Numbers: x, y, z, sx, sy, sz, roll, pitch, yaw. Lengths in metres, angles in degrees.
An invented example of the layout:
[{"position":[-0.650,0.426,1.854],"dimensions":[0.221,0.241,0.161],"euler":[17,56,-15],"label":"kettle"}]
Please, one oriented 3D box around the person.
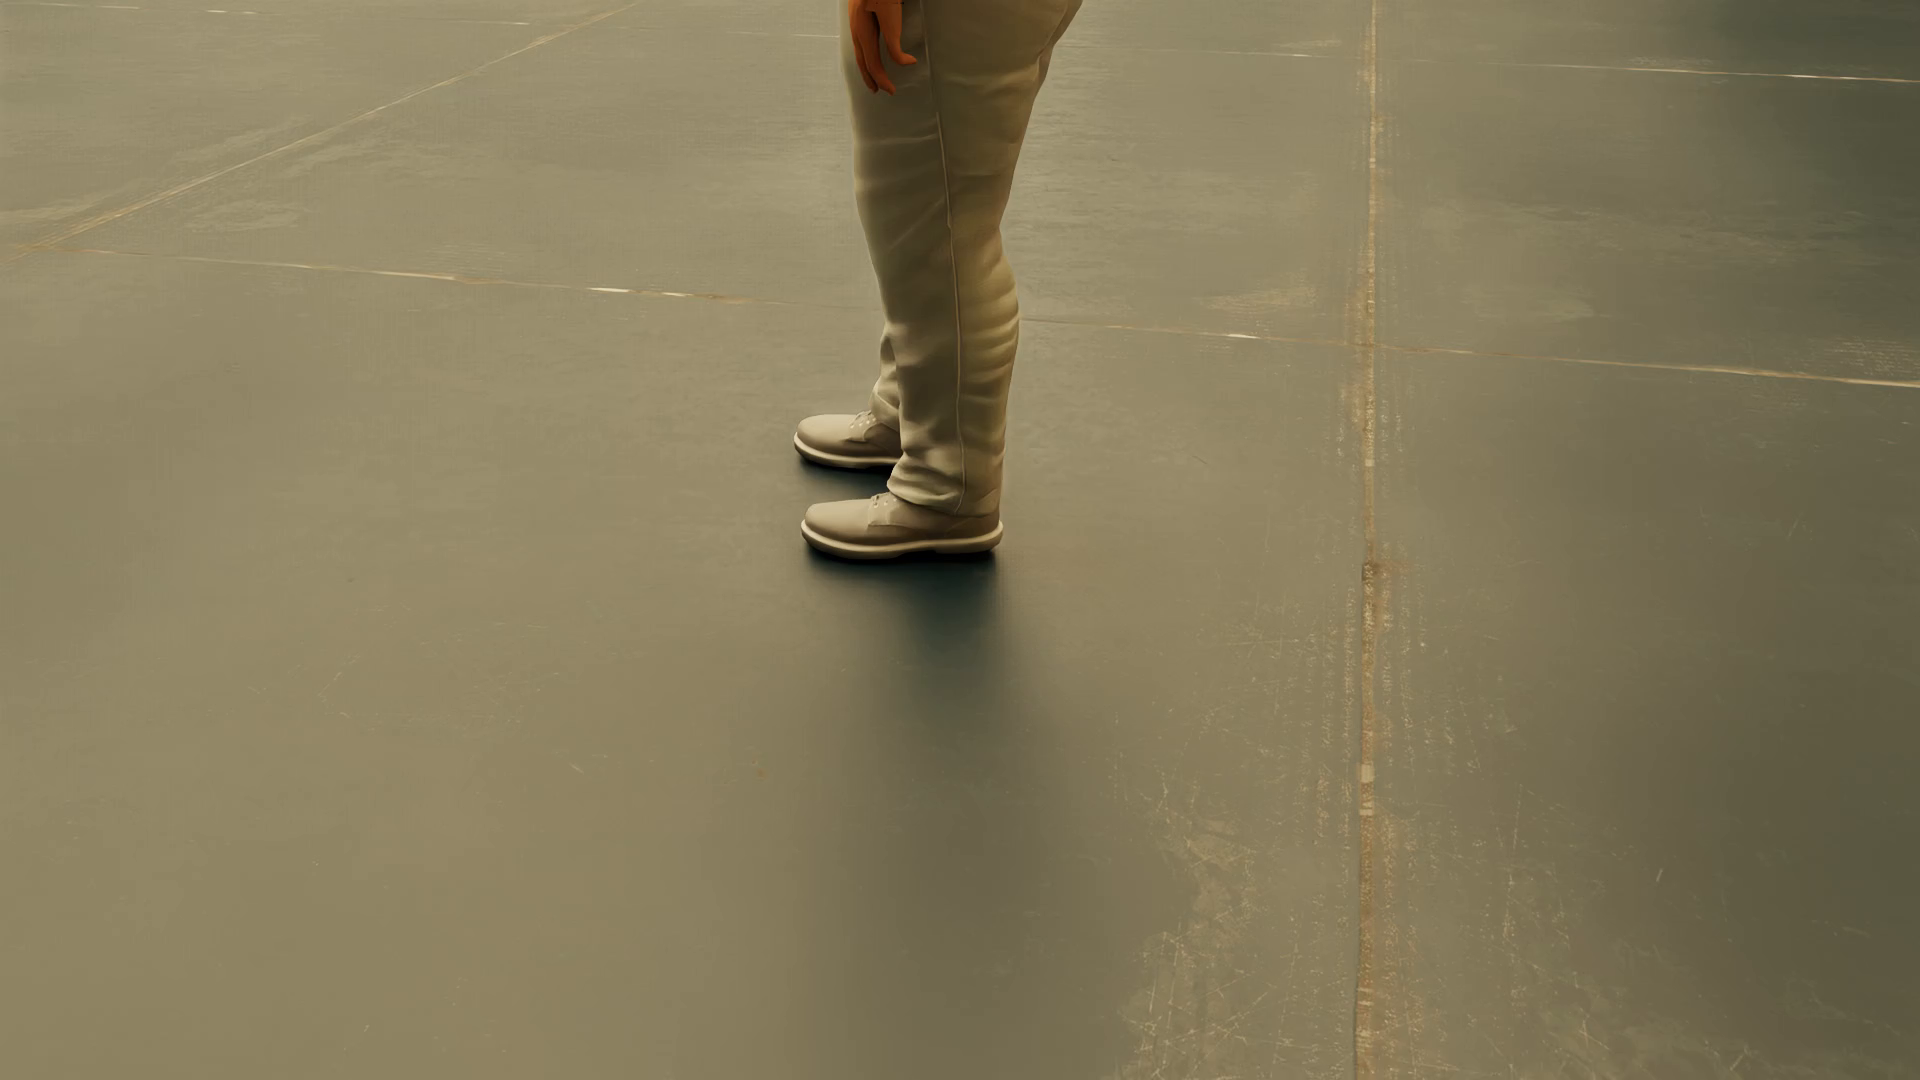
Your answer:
[{"position":[-0.070,-0.768,2.156],"dimensions":[0.529,1.670,0.599],"euler":[6,27,11],"label":"person"}]
